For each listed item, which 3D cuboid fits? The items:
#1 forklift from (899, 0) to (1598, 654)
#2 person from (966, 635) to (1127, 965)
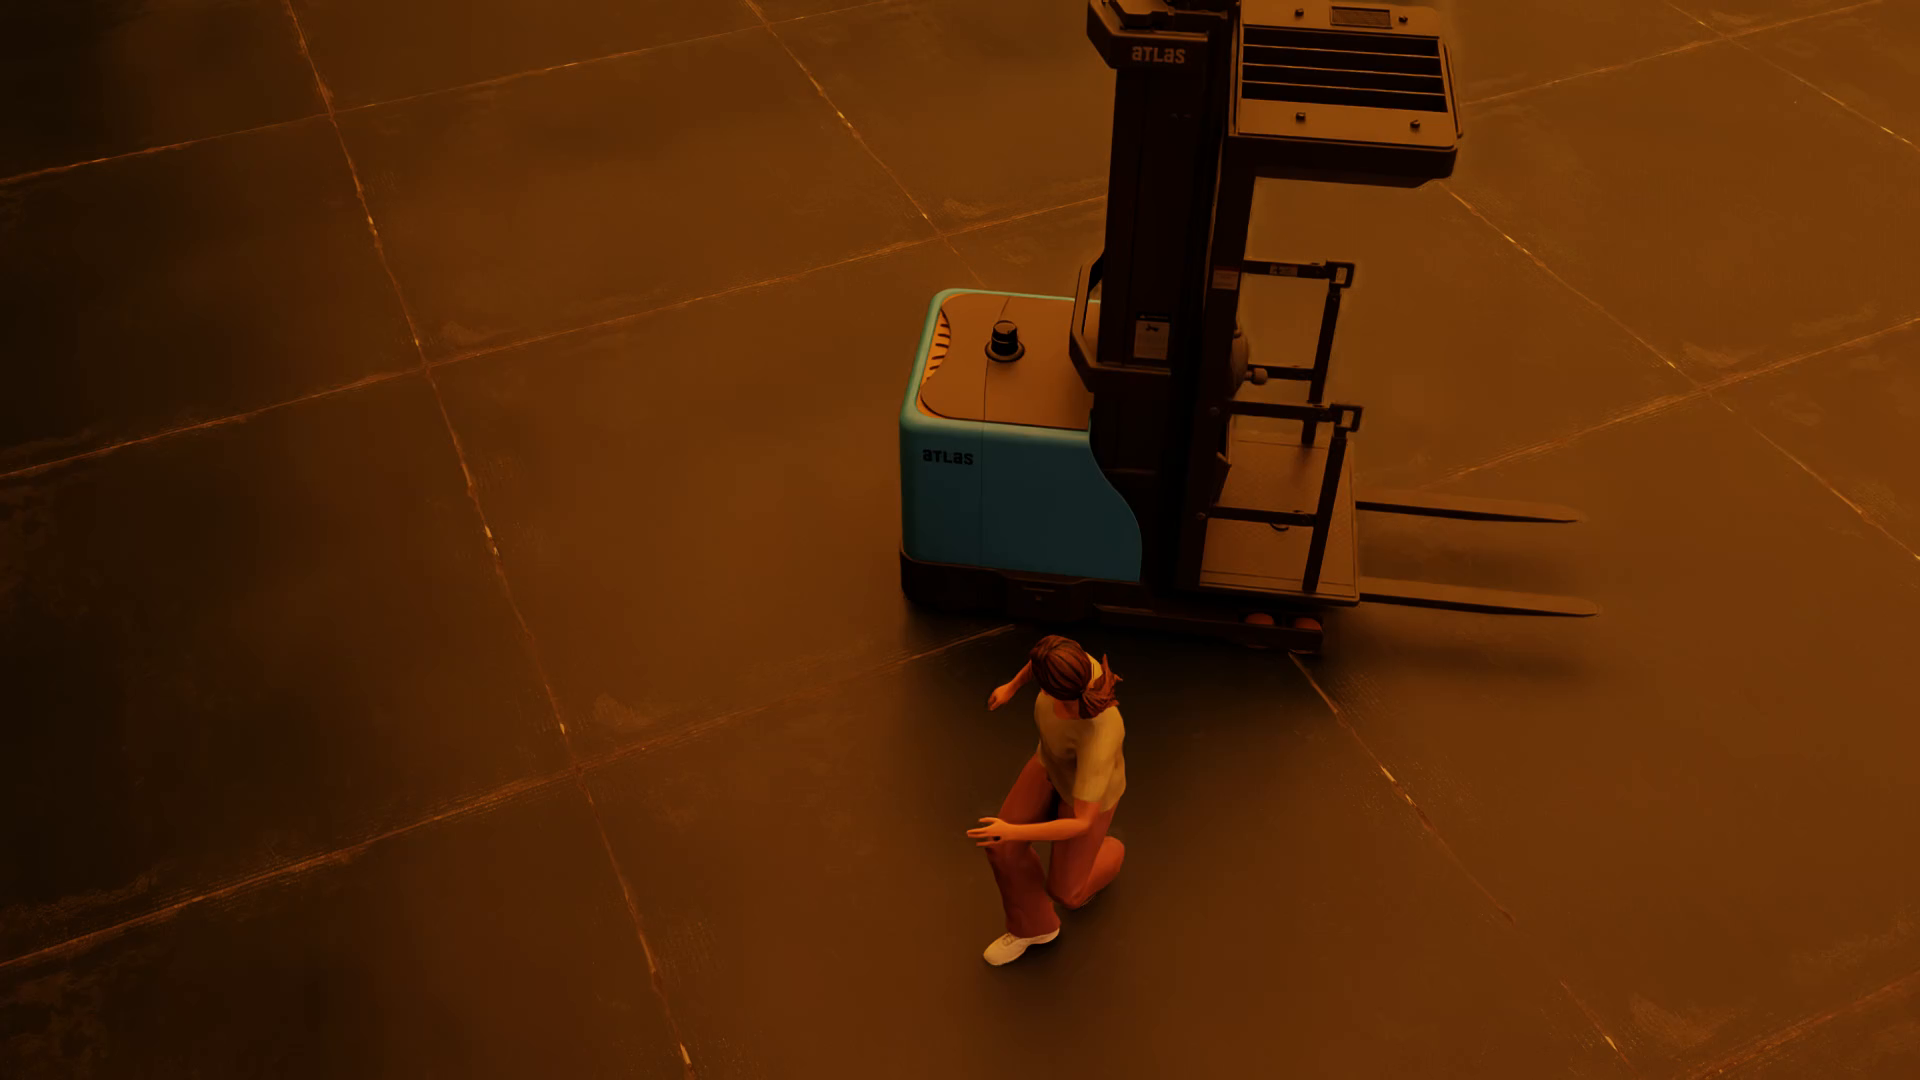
[{"bbox_3d":[1.295,-0.961,6.710,3.031,2.935,1.130,6,43,6],"label":"forklift"},{"bbox_3d":[0.272,0.847,5.799,0.786,1.542,0.794,-23,48,-22],"label":"person"}]
